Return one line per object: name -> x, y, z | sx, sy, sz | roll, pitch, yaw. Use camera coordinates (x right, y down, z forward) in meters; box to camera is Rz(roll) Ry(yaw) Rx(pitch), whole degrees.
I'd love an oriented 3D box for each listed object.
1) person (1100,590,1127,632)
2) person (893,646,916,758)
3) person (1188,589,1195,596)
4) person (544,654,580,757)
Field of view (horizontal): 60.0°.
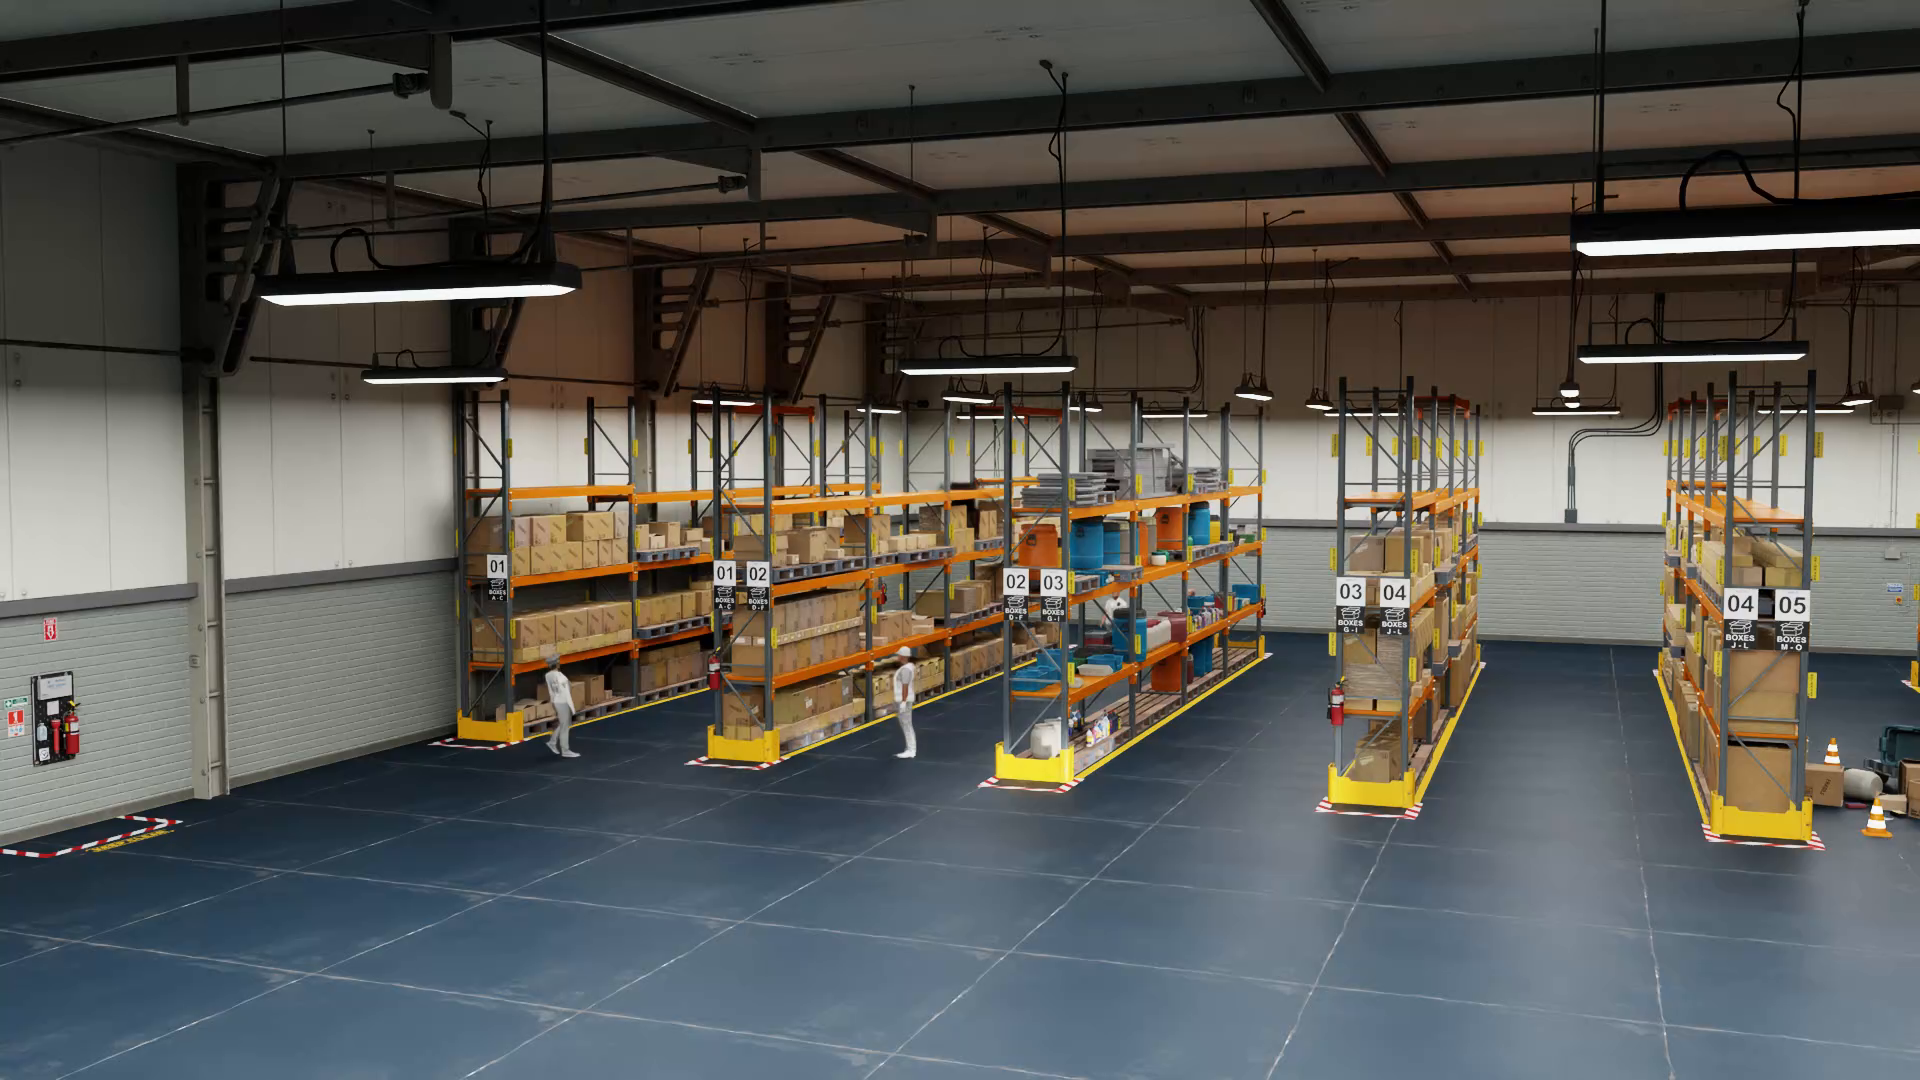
person -> 3.657, 1.968, 39.400 | 0.616, 1.738, 0.999 | 1, 3, 15
person -> -0.905, 2.630, 26.923 | 0.363, 1.820, 0.666 | 0, 3, -1
person -> 5.349, 2.004, 39.019 | 0.481, 1.721, 0.541 | 1, 3, 10
person -> -6.485, 2.686, 27.000 | 0.535, 1.672, 0.548 | -2, 4, -26
